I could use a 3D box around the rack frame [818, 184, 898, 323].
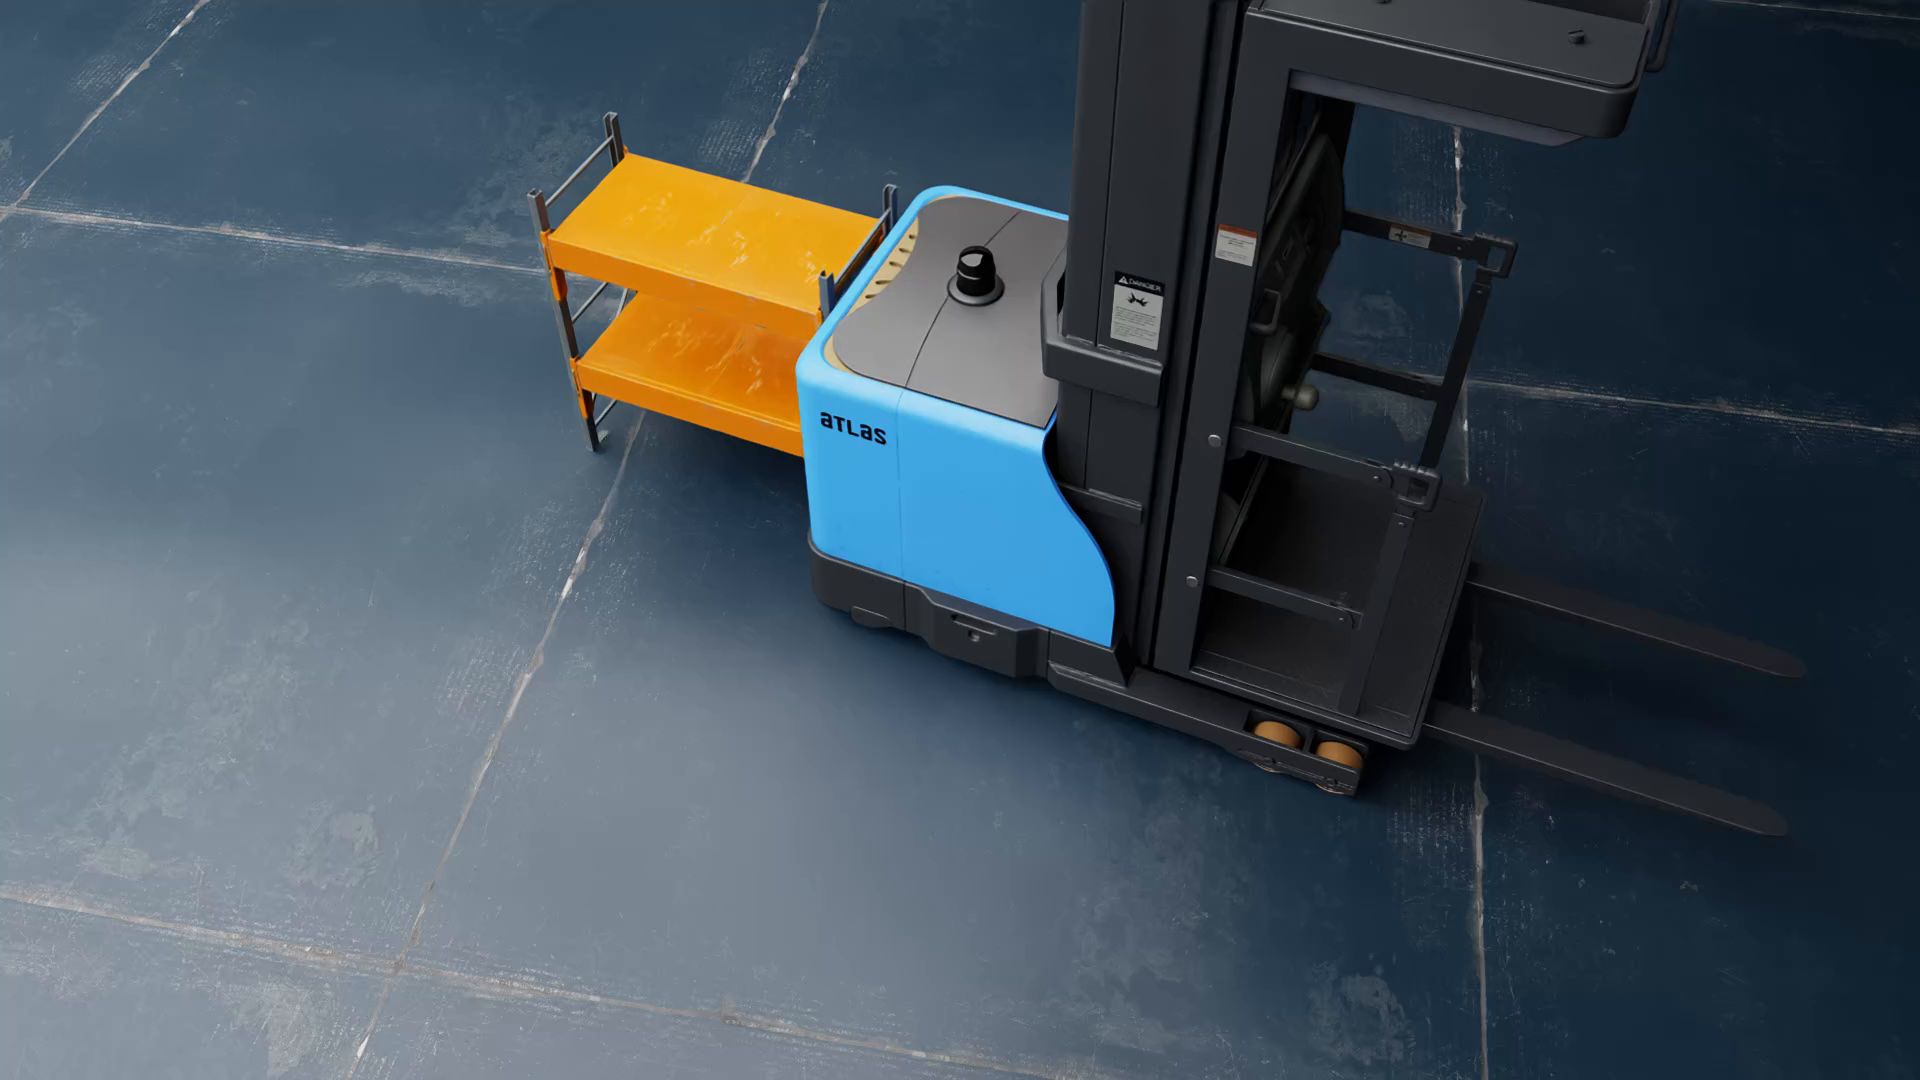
[{"bbox_3d":[-0.311,-0.573,5.509,0.032,1.125,0.500,18,50,15],"label":"rack frame"}]

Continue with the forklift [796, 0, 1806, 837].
[{"bbox_3d":[1.074,-0.663,4.375,3.031,2.935,1.130,18,50,15],"label":"forklift"}]

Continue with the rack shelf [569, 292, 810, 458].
[{"bbox_3d":[-0.778,-0.558,5.824,1.000,0.278,0.538,18,50,15],"label":"rack shelf"}]

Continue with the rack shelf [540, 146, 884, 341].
[{"bbox_3d":[-0.778,-0.917,5.424,1.000,0.278,0.538,18,50,15],"label":"rack shelf"}]

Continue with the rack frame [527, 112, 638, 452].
[{"bbox_3d":[-1.246,-0.870,5.775,0.032,1.125,0.500,18,50,15],"label":"rack frame"}]

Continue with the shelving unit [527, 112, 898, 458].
[{"bbox_3d":[-0.778,-0.721,5.642,1.048,1.125,0.538,18,50,15],"label":"shelving unit"}]
